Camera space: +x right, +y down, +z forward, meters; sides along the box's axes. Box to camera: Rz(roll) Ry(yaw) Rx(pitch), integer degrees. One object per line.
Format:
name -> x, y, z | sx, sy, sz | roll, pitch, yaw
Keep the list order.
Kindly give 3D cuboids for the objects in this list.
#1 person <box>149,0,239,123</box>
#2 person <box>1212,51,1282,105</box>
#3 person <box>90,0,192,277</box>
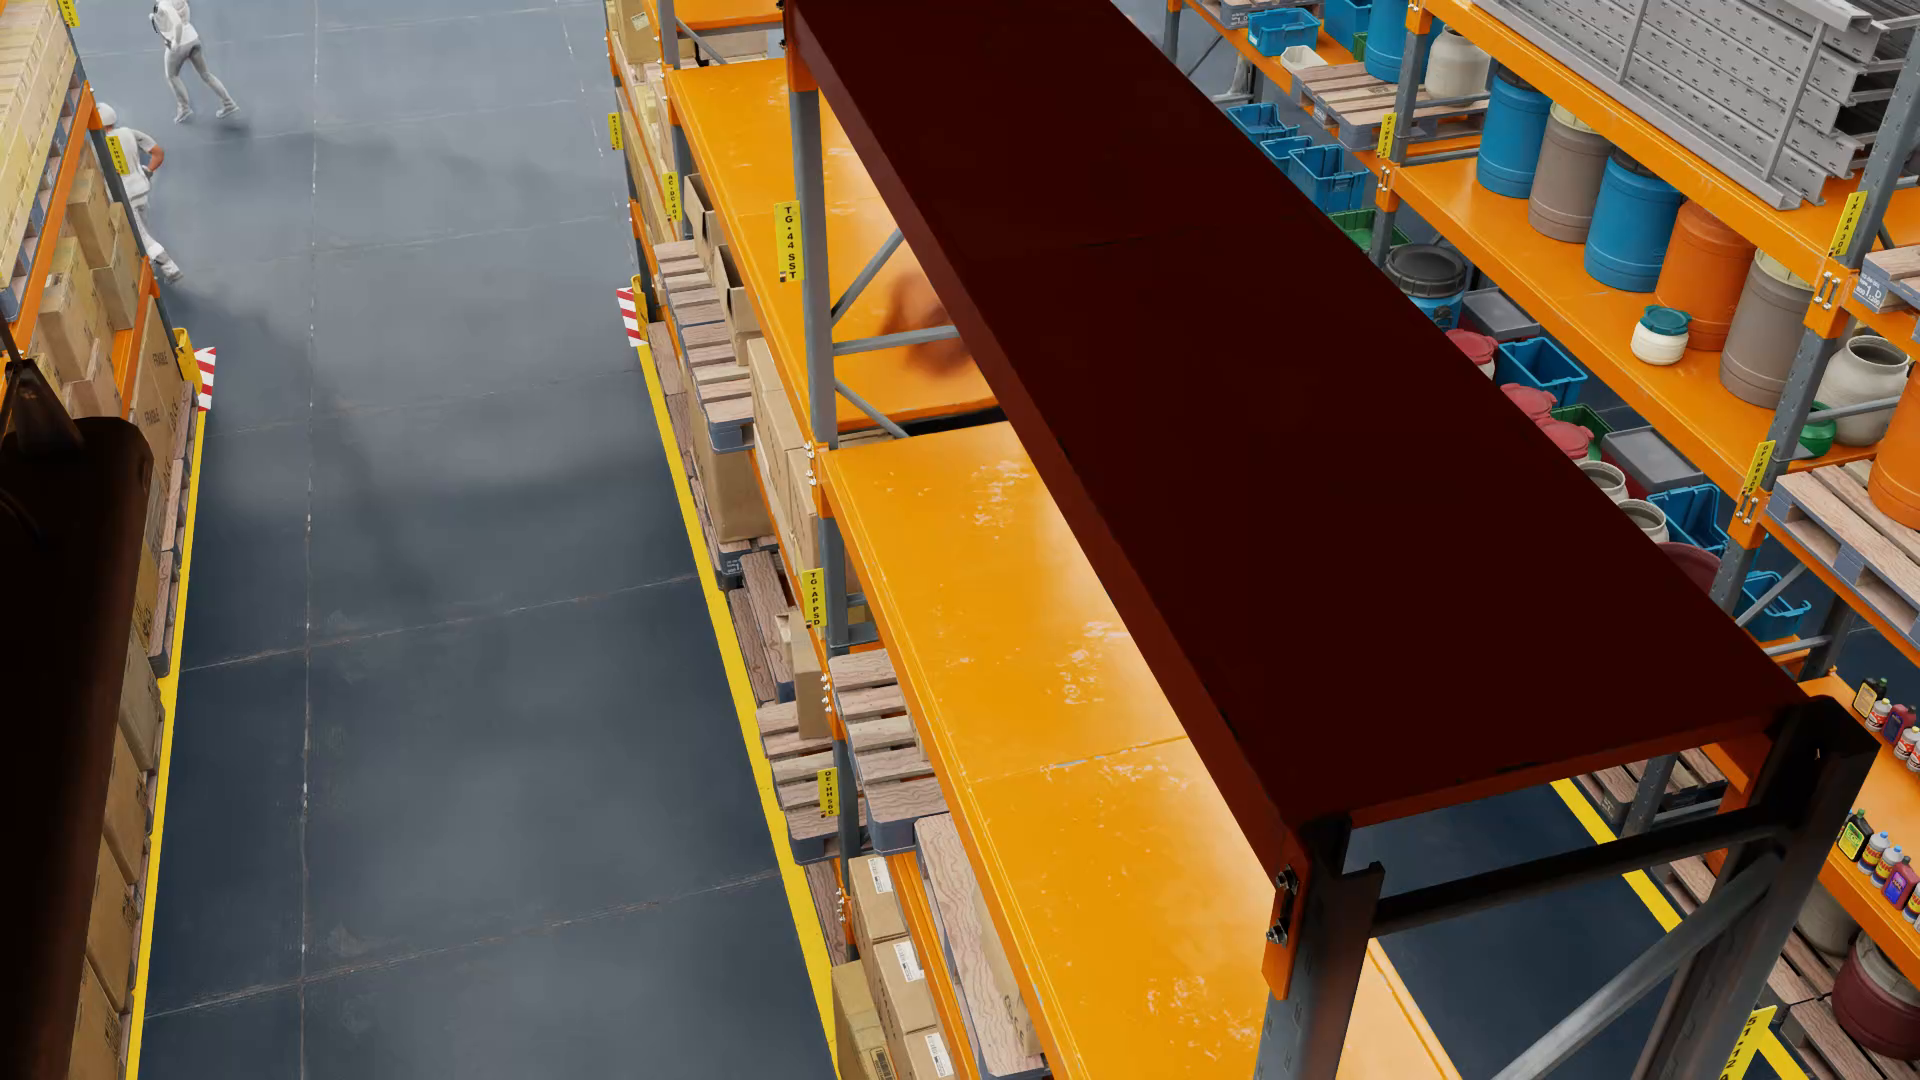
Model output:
person -> -8.526, -5.410, 18.296 | 0.816, 1.737, 0.557 | 10, 40, 13
person -> 3.376, -5.665, 18.649 | 0.946, 1.625, 0.702 | 2, 38, 3
person -> -8.048, -4.288, 16.696 | 3.354, 1.713, 3.205 | 21, 43, 24
